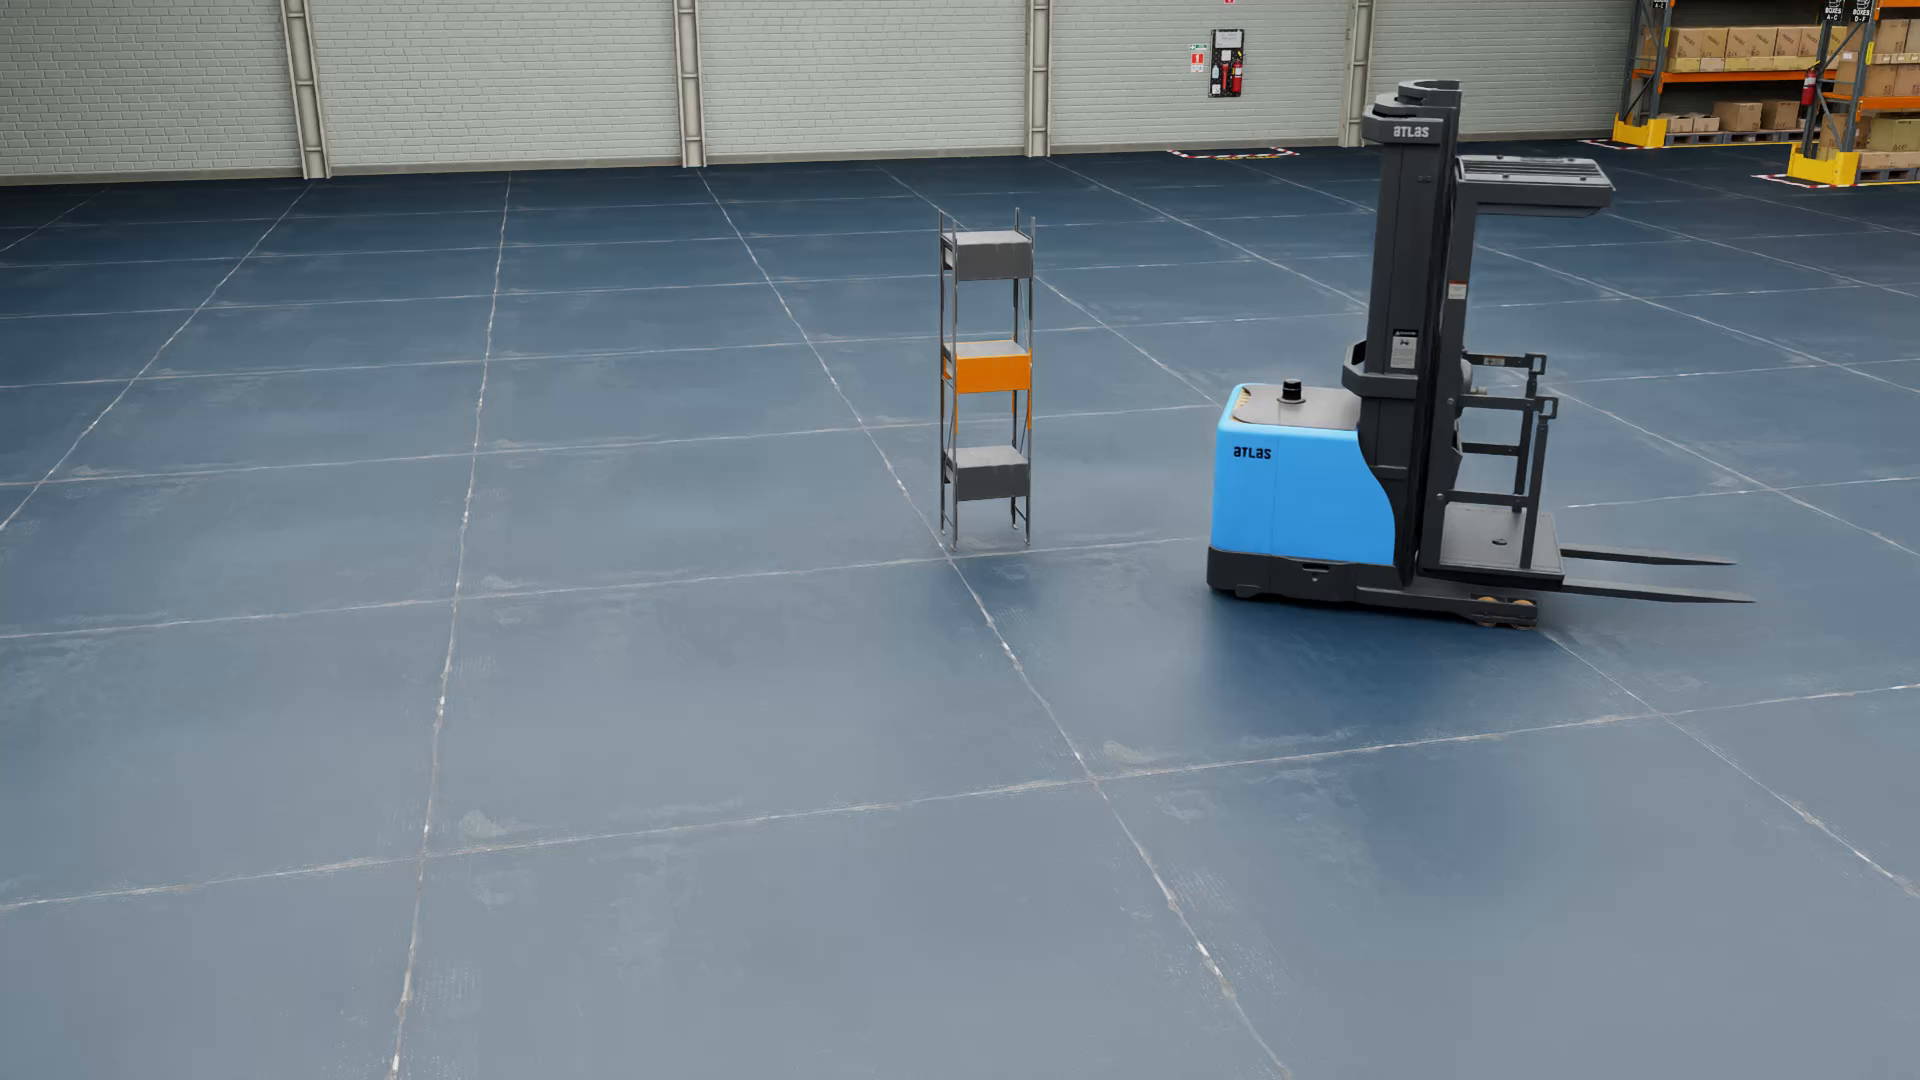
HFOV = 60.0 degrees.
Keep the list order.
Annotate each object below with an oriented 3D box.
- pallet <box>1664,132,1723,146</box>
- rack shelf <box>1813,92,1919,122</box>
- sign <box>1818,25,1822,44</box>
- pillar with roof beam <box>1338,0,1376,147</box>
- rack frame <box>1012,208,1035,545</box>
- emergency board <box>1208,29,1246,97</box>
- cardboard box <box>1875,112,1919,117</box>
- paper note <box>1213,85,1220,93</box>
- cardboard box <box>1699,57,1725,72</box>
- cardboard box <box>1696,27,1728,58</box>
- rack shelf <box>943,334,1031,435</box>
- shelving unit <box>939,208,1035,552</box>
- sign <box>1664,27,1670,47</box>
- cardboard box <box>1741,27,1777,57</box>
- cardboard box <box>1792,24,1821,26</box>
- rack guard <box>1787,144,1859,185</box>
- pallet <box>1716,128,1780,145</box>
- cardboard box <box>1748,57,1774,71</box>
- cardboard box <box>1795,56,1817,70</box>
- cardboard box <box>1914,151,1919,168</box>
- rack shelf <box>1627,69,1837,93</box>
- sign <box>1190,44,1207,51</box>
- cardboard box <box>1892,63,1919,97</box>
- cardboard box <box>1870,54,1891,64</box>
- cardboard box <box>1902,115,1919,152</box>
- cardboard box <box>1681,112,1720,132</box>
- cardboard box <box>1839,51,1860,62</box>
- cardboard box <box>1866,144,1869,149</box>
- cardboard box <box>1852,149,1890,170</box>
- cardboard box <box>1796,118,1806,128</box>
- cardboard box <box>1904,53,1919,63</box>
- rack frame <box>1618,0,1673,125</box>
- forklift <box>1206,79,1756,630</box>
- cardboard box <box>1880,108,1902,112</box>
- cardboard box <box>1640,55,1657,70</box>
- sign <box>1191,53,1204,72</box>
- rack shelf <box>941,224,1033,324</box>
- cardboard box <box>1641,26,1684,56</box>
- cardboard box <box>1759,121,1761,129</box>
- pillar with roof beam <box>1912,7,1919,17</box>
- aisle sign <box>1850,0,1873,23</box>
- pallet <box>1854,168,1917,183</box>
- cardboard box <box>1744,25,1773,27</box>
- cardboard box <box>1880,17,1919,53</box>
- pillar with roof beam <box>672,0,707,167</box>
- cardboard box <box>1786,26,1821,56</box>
[{"bbox_3d":[13.425,-7.543,31.100,1.213,0.211,1.003,-5,21,-12],"label":"pallet"},{"bbox_3d":[15.642,-6.957,26.491,4.000,0.370,1.077,-5,21,-12],"label":"rack shelf"},{"bbox_3d":[13.585,-7.974,26.194,0.005,0.325,0.100,-5,21,-12],"label":"sign"},{"bbox_3d":[8.186,-10.040,25.140,0.400,9.000,9.100,-5,21,-12],"label":"pillar with roof beam"},{"bbox_3d":[0.399,-1.018,10.542,0.015,2.100,0.400,-5,21,-12],"label":"rack frame"},{"bbox_3d":[4.782,-8.481,29.607,0.643,1.169,0.194,-5,21,-12],"label":"emergency board"},{"bbox_3d":[15.119,-6.621,26.824,0.500,0.500,0.500,-5,21,-12],"label":"cardboard box"},{"bbox_3d":[4.594,-8.077,29.783,0.142,0.148,0.016,-5,21,-12],"label":"paper note"},{"bbox_3d":[13.603,-8.711,30.424,0.500,0.250,0.500,-5,21,-14],"label":"cardboard box"},{"bbox_3d":[13.570,-9.058,30.280,0.500,0.500,0.500,-5,21,-12],"label":"cardboard box"},{"bbox_3d":[0.161,-0.986,10.494,0.480,0.518,0.431,-5,21,-12],"label":"rack shelf"},{"bbox_3d":[0.161,-0.999,10.489,0.503,2.100,0.431,-5,21,-12],"label":"shelving unit"},{"bbox_3d":[12.678,-9.019,29.816,0.005,0.325,0.100,-5,21,-12],"label":"sign"},{"bbox_3d":[14.573,-9.142,30.509,0.500,0.500,0.500,-4,20,-11],"label":"cardboard box"},{"bbox_3d":[15.940,-9.435,31.308,0.500,0.500,0.500,-5,21,-14],"label":"cardboard box"},{"bbox_3d":[13.673,-5.961,26.360,0.348,0.500,1.175,-5,21,-12],"label":"rack guard"},{"bbox_3d":[14.610,-7.639,31.361,1.213,0.211,1.003,-5,21,-12],"label":"pallet"},{"bbox_3d":[14.592,-8.789,30.636,0.500,0.250,0.500,-4,21,-12],"label":"cardboard box"},{"bbox_3d":[15.567,-8.874,30.868,0.500,0.250,0.500,-5,21,-12],"label":"cardboard box"},{"bbox_3d":[15.242,-6.091,26.467,0.500,0.250,0.500,-5,21,-12],"label":"cardboard box"},{"bbox_3d":[14.499,-8.615,31.017,4.000,0.370,1.077,-5,21,-12],"label":"rack shelf"},{"bbox_3d":[4.227,-8.735,29.477,0.331,0.109,0.001,-5,21,-12],"label":"sign"},{"bbox_3d":[14.663,-7.259,26.125,0.500,0.500,0.700,-4,21,-11],"label":"cardboard box"},{"bbox_3d":[14.128,-7.447,25.694,0.250,0.149,0.380,-5,21,-13],"label":"cardboard box"},{"bbox_3d":[15.239,-6.447,26.349,0.500,0.500,0.500,-5,21,-12],"label":"cardboard box"},{"bbox_3d":[13.801,-7.808,31.038,0.500,0.311,0.500,-3,20,-8],"label":"cardboard box"},{"bbox_3d":[14.024,-7.582,26.063,0.250,0.149,0.380,-5,21,-13],"label":"cardboard box"},{"bbox_3d":[14.634,-6.227,26.841,0.500,0.250,0.500,-5,21,-12],"label":"cardboard box"},{"bbox_3d":[14.269,-6.010,26.248,0.500,0.250,0.500,-5,21,-12],"label":"cardboard box"},{"bbox_3d":[15.932,-7.935,31.594,0.250,0.166,0.380,-7,21,-20],"label":"cardboard box"},{"bbox_3d":[14.627,-7.488,25.806,0.250,0.149,0.380,-5,21,-12],"label":"cardboard box"},{"bbox_3d":[12.553,-8.794,30.461,0.127,3.000,1.000,-5,21,-12],"label":"rack frame"},{"bbox_3d":[3.044,-1.069,9.473,3.031,2.935,1.130,5,21,14],"label":"forklift"},{"bbox_3d":[17.649,-8.265,32.011,0.500,0.500,0.700,-5,21,-14],"label":"cardboard box"},{"bbox_3d":[12.963,-8.835,30.761,0.500,0.250,0.500,-4,21,-12],"label":"cardboard box"},{"bbox_3d":[4.220,-8.489,29.576,0.234,0.329,0.001,-5,21,-12],"label":"sign"},{"bbox_3d":[0.161,-1.644,10.253,0.480,0.518,0.431,-5,21,-12],"label":"rack shelf"},{"bbox_3d":[12.962,-9.194,30.650,0.500,0.500,0.500,-5,21,-13],"label":"cardboard box"},{"bbox_3d":[14.884,-7.859,31.413,0.250,0.149,0.380,-6,21,-17],"label":"cardboard box"},{"bbox_3d":[19.864,-10.990,27.733,0.400,9.000,9.100,-5,21,-12],"label":"pillar with roof beam"},{"bbox_3d":[13.703,-8.249,25.194,0.004,0.787,0.394,-5,21,-12],"label":"aisle sign"},{"bbox_3d":[14.431,-5.902,26.618,1.213,0.211,1.003,-5,21,-12],"label":"pallet"},{"bbox_3d":[14.949,-9.357,31.097,0.500,0.500,0.500,-4,21,-11],"label":"cardboard box"},{"bbox_3d":[14.715,-7.873,25.914,0.500,0.500,0.700,-5,21,-14],"label":"cardboard box"},{"bbox_3d":[-3.492,-9.090,22.548,0.400,9.000,9.100,-5,21,-12],"label":"pillar with roof beam"},{"bbox_3d":[15.572,-9.220,30.721,0.500,0.500,0.500,-5,21,-13],"label":"cardboard box"}]
